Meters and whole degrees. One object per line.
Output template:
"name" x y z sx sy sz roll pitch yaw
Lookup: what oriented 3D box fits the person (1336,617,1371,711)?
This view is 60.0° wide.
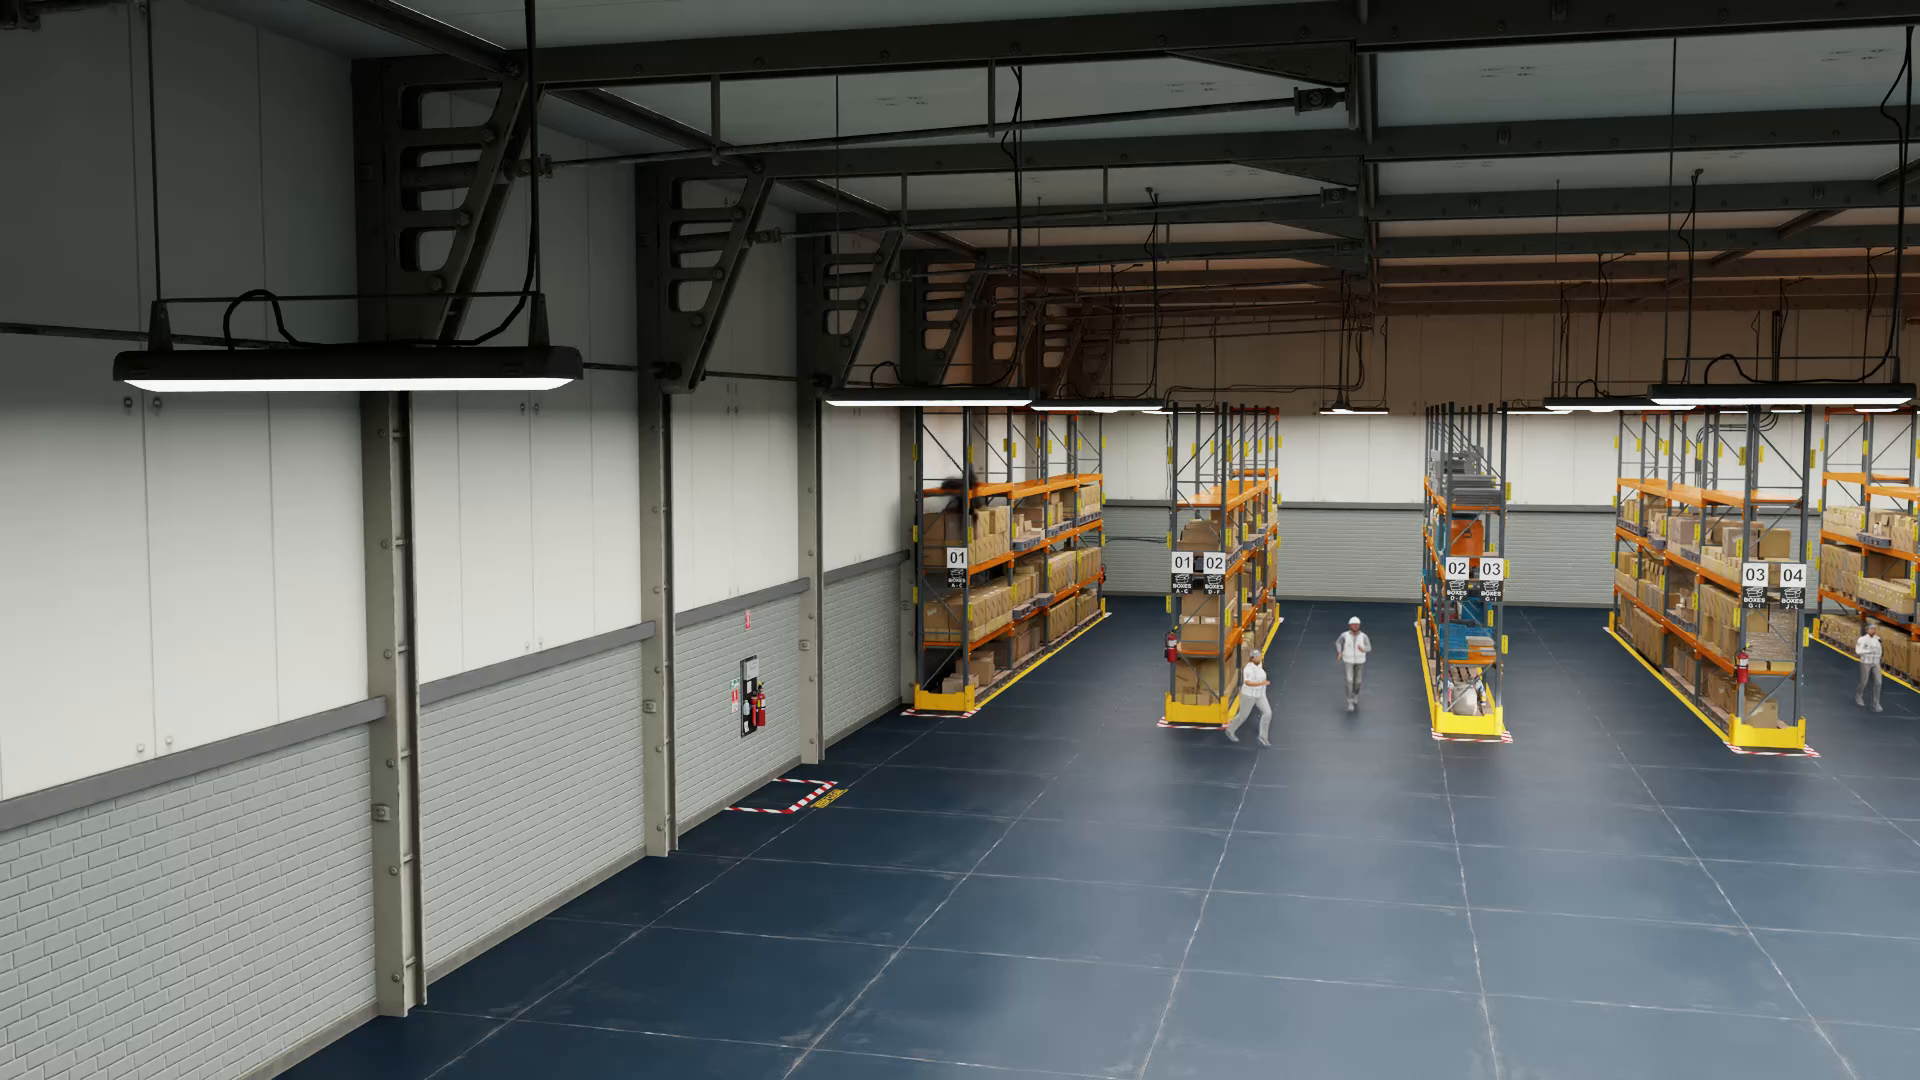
"person" 7.724 2.402 32.604 0.644 1.784 0.904 0 4 5

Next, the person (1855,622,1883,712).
"person" 17.824 2.451 32.572 0.600 1.726 0.778 0 4 3

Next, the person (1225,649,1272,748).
"person" 5.082 2.750 29.014 0.612 1.715 0.879 -4 6 -42
